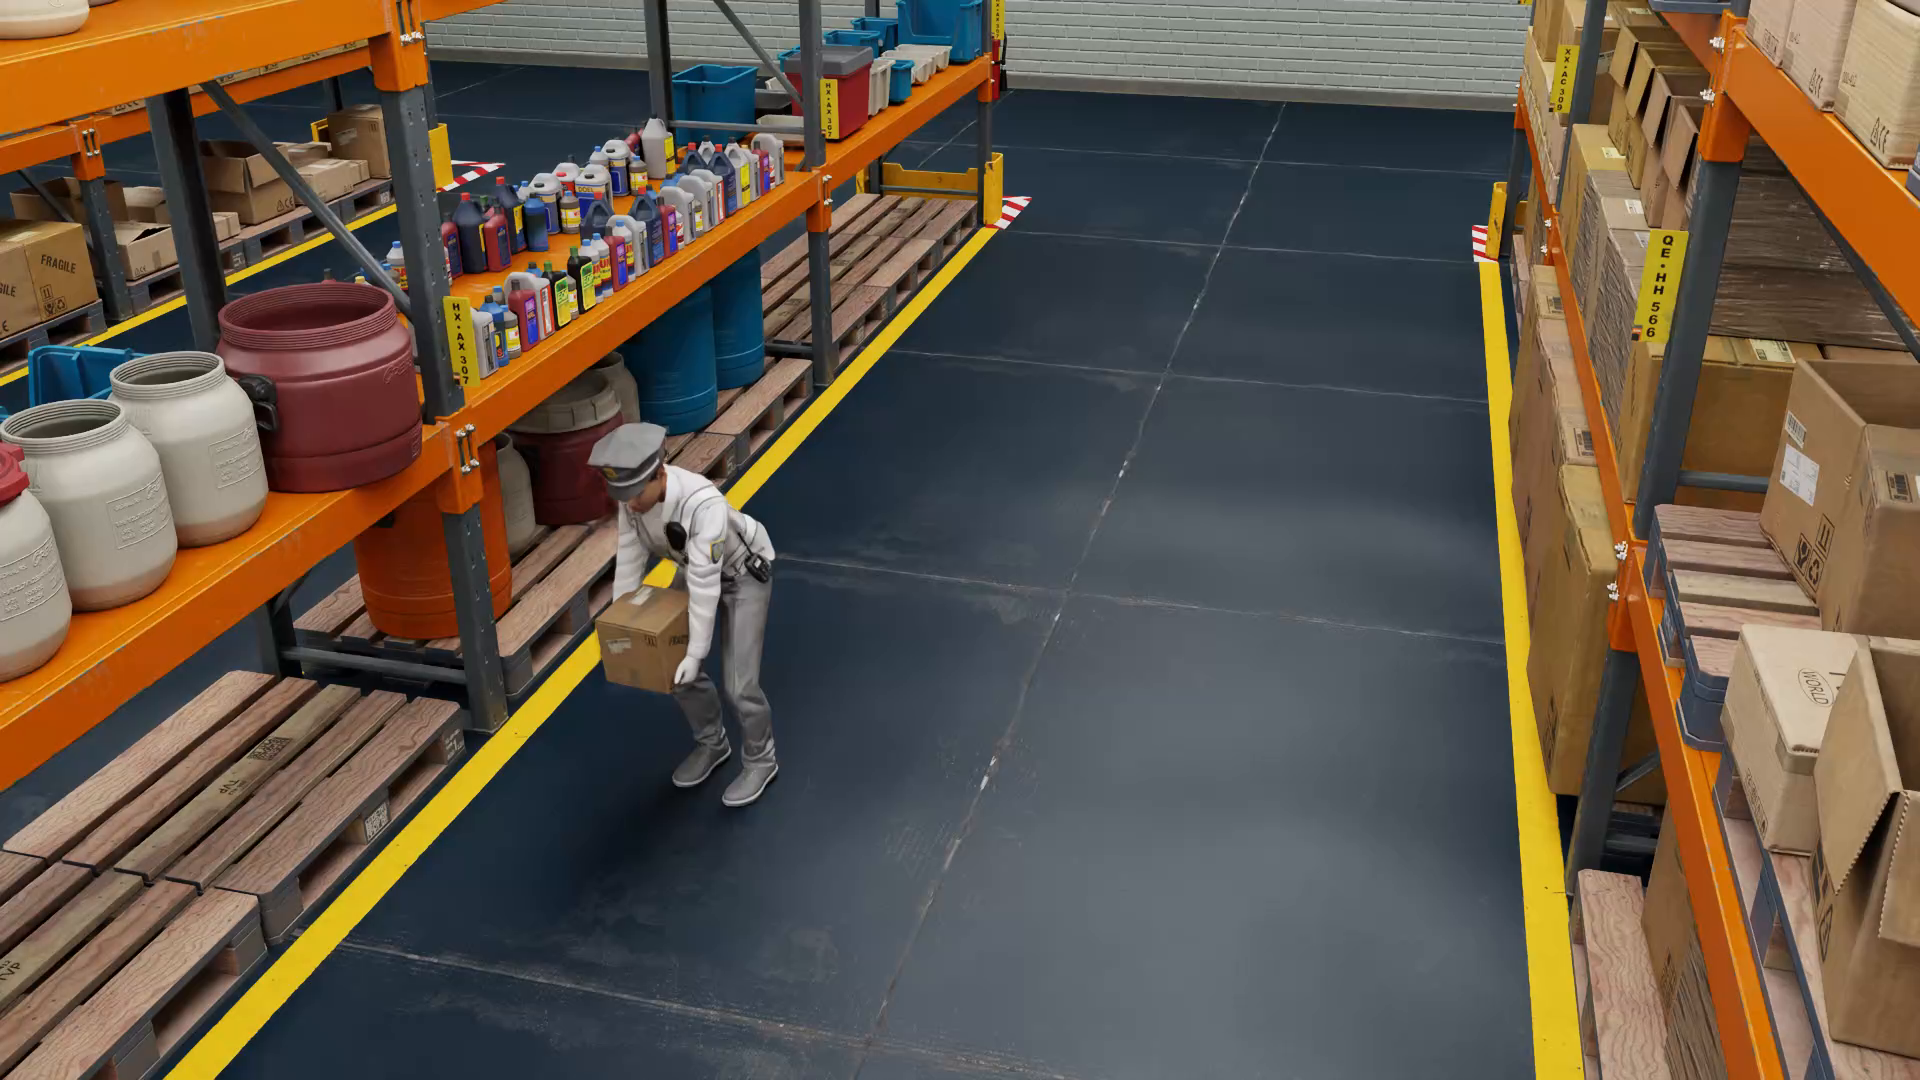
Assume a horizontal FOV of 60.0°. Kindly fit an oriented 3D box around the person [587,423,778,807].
[{"bbox_3d":[-0.930,0.262,5.743,0.410,1.513,0.710,14,29,27],"label":"person"}]
